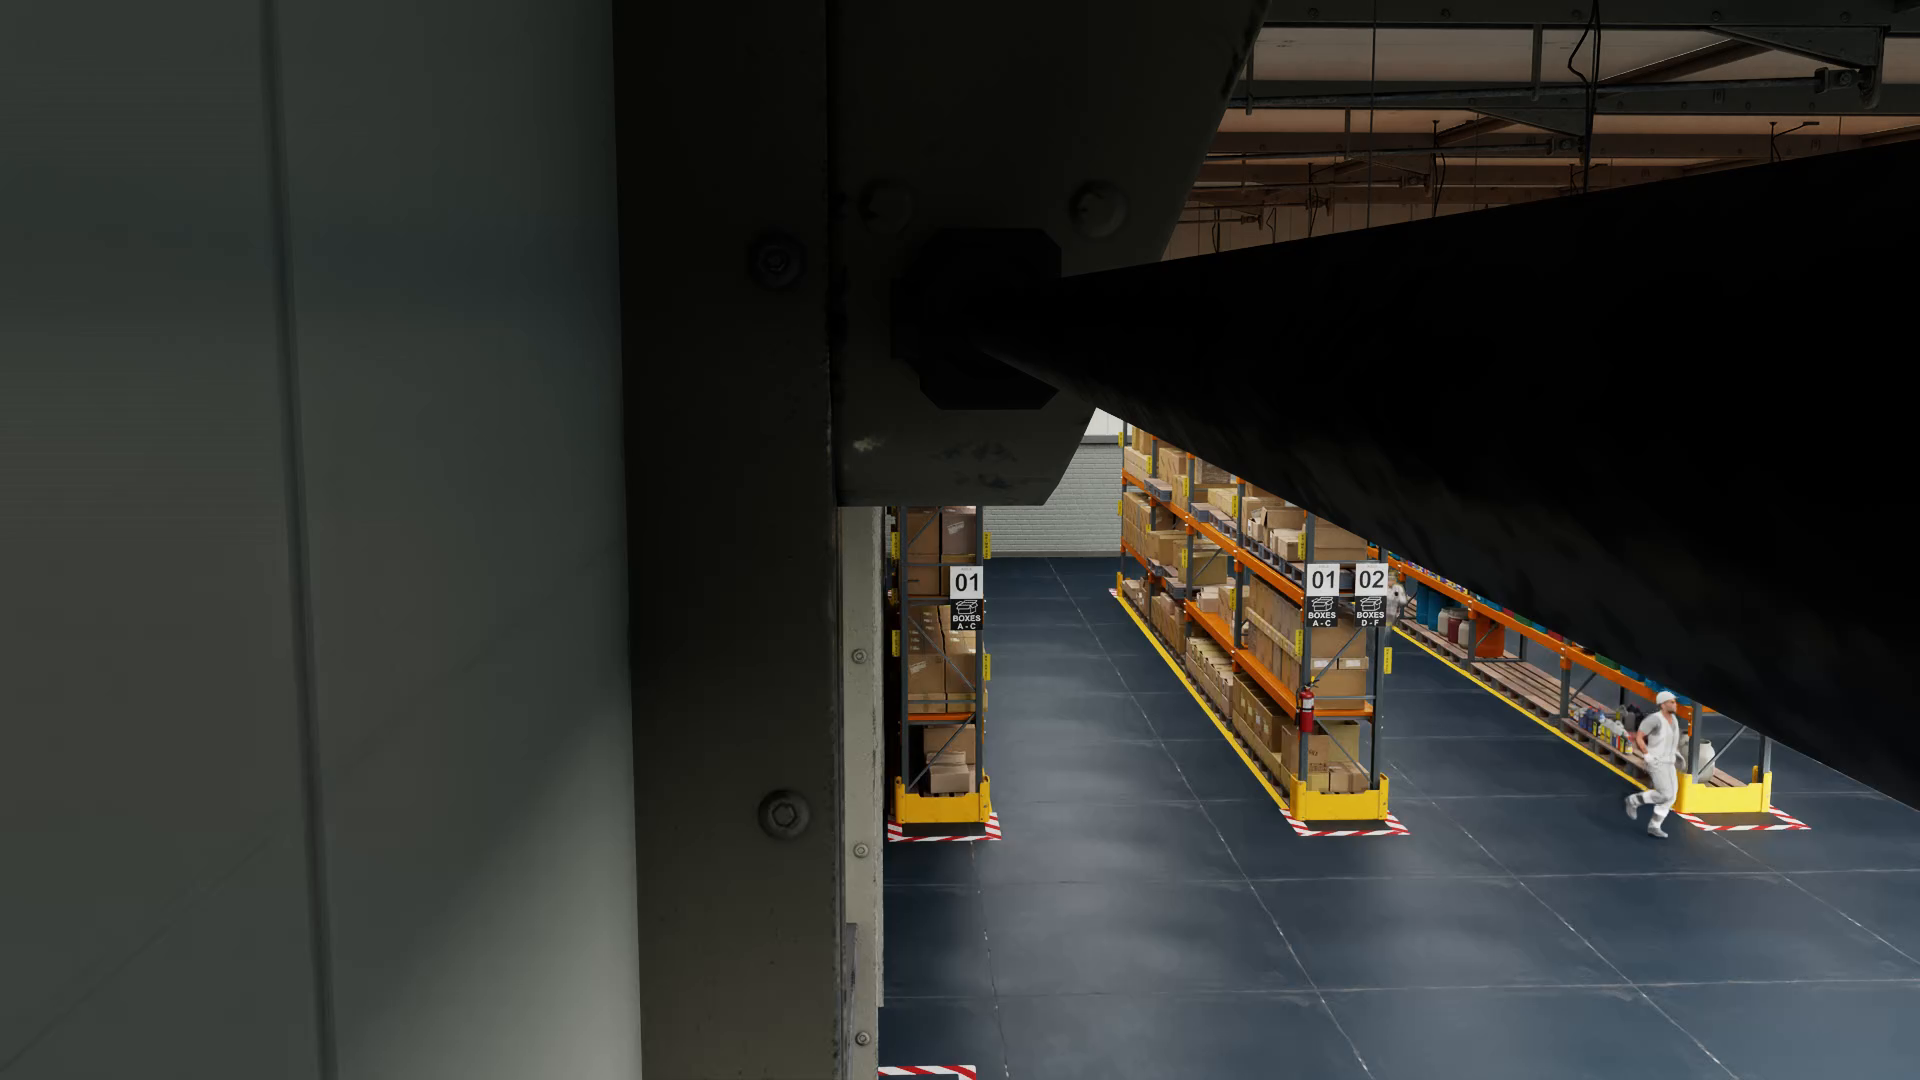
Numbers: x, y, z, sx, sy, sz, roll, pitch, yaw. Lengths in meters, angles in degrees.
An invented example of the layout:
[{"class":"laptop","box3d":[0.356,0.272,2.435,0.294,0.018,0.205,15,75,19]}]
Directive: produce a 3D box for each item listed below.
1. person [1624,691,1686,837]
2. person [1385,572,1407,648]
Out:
[{"class":"person","box3d":[8.469,2.676,20.088,0.698,1.706,0.605,-5,10,-33]},{"class":"person","box3d":[7.624,1.347,29.711,0.603,1.654,0.858,-1,8,-4]}]
